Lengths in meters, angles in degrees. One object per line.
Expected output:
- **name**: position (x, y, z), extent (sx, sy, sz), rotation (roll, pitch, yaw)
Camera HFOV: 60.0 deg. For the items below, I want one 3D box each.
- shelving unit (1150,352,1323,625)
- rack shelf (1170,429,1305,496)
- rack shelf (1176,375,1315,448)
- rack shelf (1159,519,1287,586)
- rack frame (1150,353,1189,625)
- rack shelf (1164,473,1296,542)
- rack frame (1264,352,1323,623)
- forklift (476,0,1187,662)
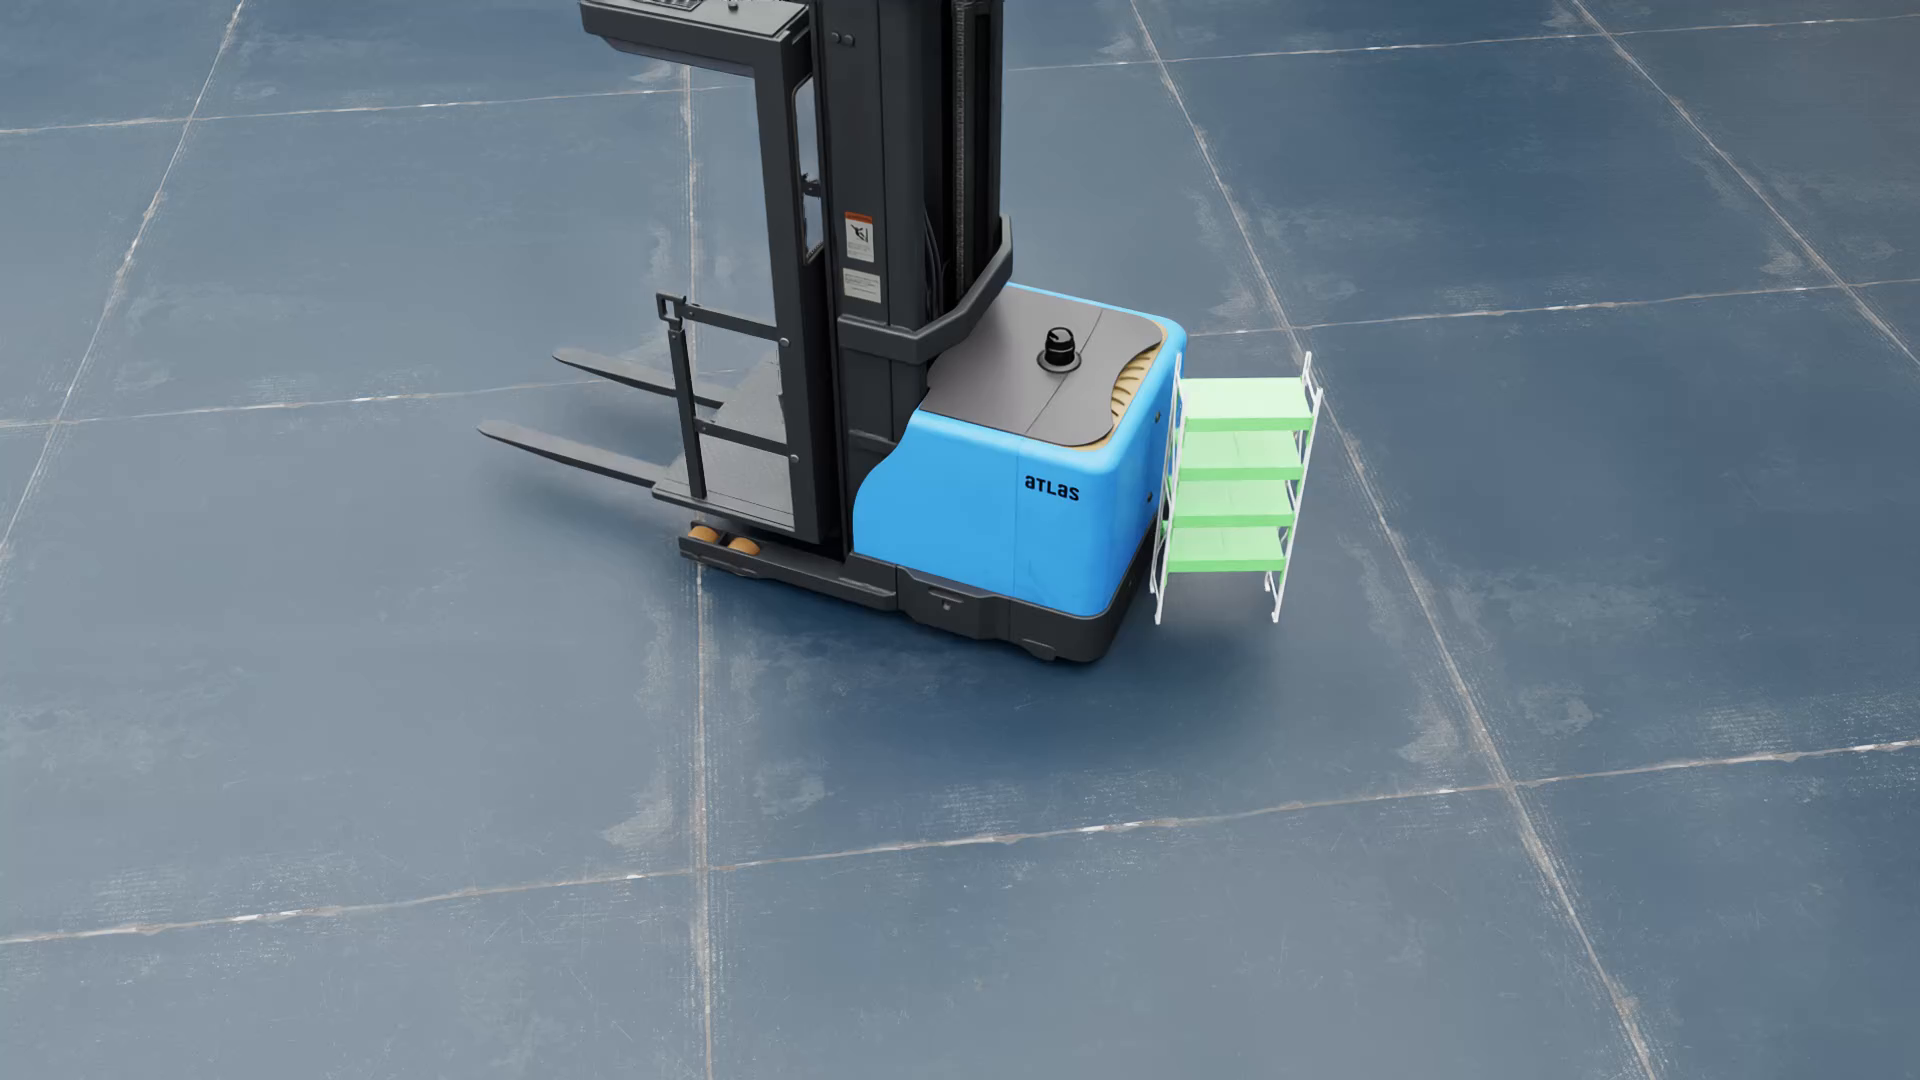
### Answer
- **shelving unit**: position (1.062, -0.178, 6.547), extent (0.503, 1.200, 0.258), rotation (-1, 42, -2)
- **rack shelf**: position (1.063, -0.308, 6.428), extent (0.480, 0.148, 0.258), rotation (-1, 42, -2)
- **rack shelf**: position (1.065, -0.485, 6.266), extent (0.480, 0.148, 0.258), rotation (-1, 42, -2)
- **rack shelf**: position (1.059, 0.046, 6.752), extent (0.480, 0.148, 0.258), rotation (-1, 42, -2)
- **rack frame**: position (0.818, -0.175, 6.540), extent (0.015, 1.200, 0.240), rotation (-1, 42, -2)
- **rack shelf**: position (1.061, -0.131, 6.590), extent (0.480, 0.148, 0.258), rotation (-1, 42, -2)
- **rack frame**: position (1.306, -0.182, 6.554), extent (0.015, 1.200, 0.240), rotation (-1, 42, -2)
- **forklift**: position (-0.651, -1.242, 6.439), extent (3.031, 2.935, 1.130), rotation (16, 44, 17)
